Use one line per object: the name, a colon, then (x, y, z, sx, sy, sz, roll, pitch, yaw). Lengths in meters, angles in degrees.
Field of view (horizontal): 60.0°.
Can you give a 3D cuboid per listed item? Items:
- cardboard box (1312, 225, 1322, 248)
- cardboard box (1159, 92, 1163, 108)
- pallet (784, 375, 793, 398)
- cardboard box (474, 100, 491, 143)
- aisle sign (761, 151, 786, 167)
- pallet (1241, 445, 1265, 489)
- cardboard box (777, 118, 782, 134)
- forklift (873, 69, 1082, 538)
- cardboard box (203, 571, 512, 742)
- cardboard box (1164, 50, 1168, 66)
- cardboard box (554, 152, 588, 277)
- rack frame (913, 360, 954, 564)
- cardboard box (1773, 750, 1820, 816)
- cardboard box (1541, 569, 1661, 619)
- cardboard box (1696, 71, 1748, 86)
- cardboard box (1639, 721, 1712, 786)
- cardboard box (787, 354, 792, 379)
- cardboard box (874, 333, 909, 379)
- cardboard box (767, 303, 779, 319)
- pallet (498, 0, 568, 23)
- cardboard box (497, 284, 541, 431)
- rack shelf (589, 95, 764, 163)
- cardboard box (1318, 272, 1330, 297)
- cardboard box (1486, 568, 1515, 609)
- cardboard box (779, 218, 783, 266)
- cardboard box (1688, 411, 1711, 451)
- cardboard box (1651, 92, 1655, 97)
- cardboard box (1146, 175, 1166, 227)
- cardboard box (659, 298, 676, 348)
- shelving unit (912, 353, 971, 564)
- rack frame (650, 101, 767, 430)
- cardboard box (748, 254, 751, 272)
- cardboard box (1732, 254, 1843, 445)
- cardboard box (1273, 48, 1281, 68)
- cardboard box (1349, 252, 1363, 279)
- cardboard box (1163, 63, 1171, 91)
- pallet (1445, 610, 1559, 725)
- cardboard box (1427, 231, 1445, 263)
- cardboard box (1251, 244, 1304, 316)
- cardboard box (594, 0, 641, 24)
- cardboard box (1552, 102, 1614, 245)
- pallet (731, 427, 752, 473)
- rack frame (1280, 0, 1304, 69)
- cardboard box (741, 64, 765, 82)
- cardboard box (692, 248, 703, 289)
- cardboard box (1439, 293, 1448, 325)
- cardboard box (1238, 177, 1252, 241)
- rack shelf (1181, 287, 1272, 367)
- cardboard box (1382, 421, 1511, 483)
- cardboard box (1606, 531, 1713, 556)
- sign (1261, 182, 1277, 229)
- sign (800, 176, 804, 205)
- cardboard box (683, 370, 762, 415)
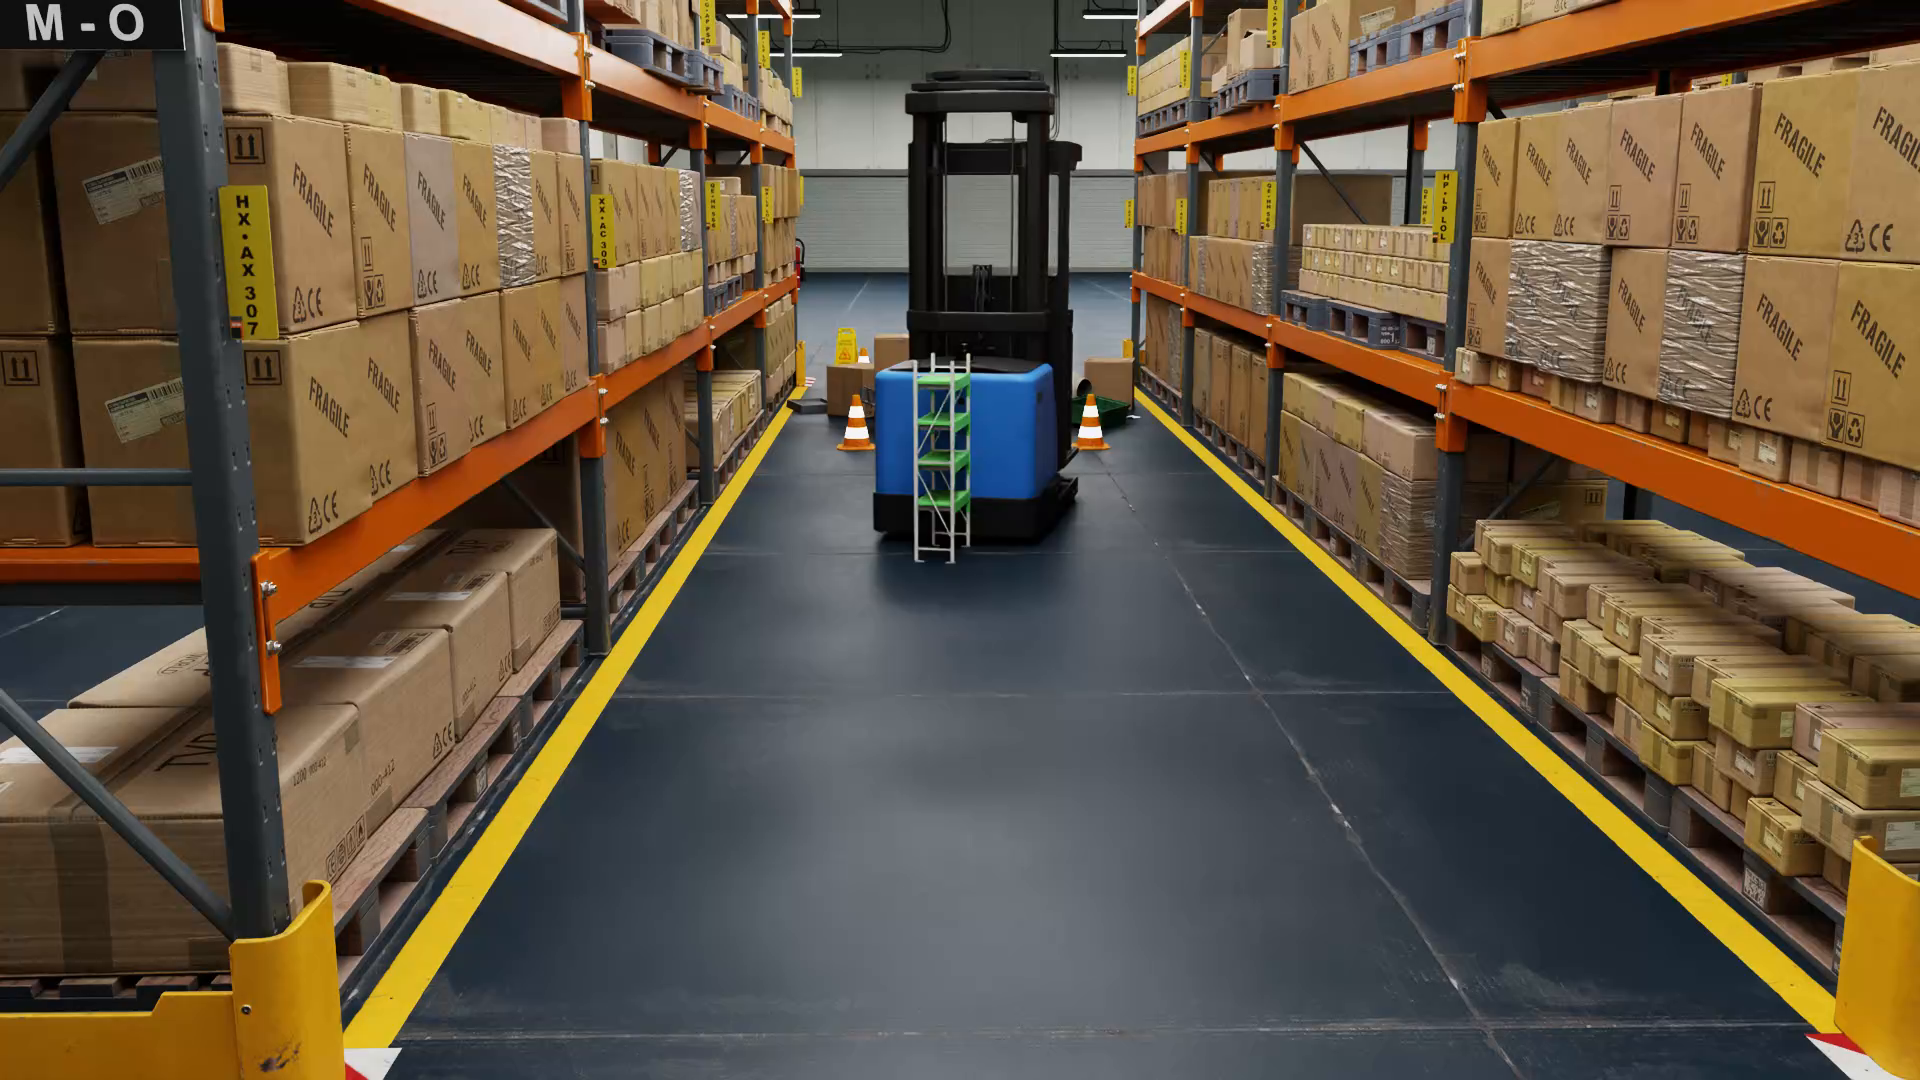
cardboard box: (2.525, -1.989, 10.898, 0.380, 0.149, 0.250, -1, 11, -3)
cardboard box: (2.259, -4.532, 17.134, 0.380, 0.149, 0.250, 0, 11, -1)
pallet: (-2.428, -1.767, 18.739, 1.003, 0.211, 1.213, 0, 11, -1)
cardboard box: (-1.875, -1.468, 5.852, 0.380, 0.149, 0.250, 0, 11, -2)
aisle sign: (-2.122, -4.598, 19.142, 0.394, 0.787, 0.004, 0, 11, -1)
pallet: (2.760, -0.551, 12.745, 1.003, 0.211, 1.213, 0, 11, -1)
cardboard box: (-2.048, -4.283, 17.212, 0.380, 0.149, 0.250, 0, 11, -2)
forklift: (0.241, -1.694, 11.537, 1.130, 2.935, 3.031, 2, 12, 11)
cardboard box: (-2.238, 0.428, 6.294, 0.875, 0.438, 0.875, -1, 11, -3)
cardboard box: (2.267, -4.871, 16.798, 0.380, 0.149, 0.250, 0, 11, -2)
cardboard box: (-1.877, -1.372, 7.009, 0.500, 0.500, 0.500, 0, 11, -2)
rack frame: (-0.152, -0.452, 9.769, 0.240, 1.200, 0.015, 2, 12, 11)
cardboard box: (2.619, 0.719, 4.836, 0.380, 0.149, 0.250, -1, 11, -2)
cardboard box: (2.537, 0.211, 6.592, 0.380, 0.149, 0.250, 0, 11, 0)
cardboard box: (7.315, -4.554, 15.663, 0.500, 0.500, 0.500, -1, 11, -3)
cardboard box: (2.535, 0.714, 5.609, 0.380, 0.149, 0.250, -1, 11, -4)
cardboard box: (-2.122, -1.906, 18.271, 0.500, 0.250, 0.500, 0, 11, -1)
cardboard box: (-0.549, -1.675, 15.653, 0.500, 0.500, 0.500, 0, 11, -1)
cardboard box: (-2.026, -2.305, 16.717, 0.380, 0.149, 0.250, 0, 11, 1)
pallet: (-2.157, -2.189, 6.484, 1.003, 0.211, 1.213, 0, 11, -1)
cardboard box: (-1.857, -0.681, 6.120, 0.500, 0.500, 0.500, 0, 11, -2)
rack shelf: (-2.287, -3.235, 13.228, 1.077, 0.370, 4.000, 0, 11, -1)
cardboard box: (2.520, -1.647, 10.708, 0.380, 0.149, 0.250, 0, 11, 2)
cardboard box: (2.566, 0.203, 7.379, 0.380, 0.149, 0.250, 0, 11, -1)
cardboard box: (-2.120, -3.099, 17.290, 0.500, 0.500, 0.500, 0, 11, 0)
cardboard box: (2.639, -0.368, 5.458, 0.380, 0.149, 0.250, -1, 11, -4)
cardboard box: (7.252, -4.474, 16.896, 0.380, 0.149, 0.250, 0, 11, 2)
cardboard box: (2.484, -3.659, 17.958, 0.875, 0.550, 0.550, 0, 11, -1)
cardboard box: (-1.916, -1.245, 9.526, 0.500, 0.250, 0.500, 0, 11, -2)
shelving unit: (-0.105, -0.500, 10.003, 0.258, 1.200, 0.503, 2, 12, 11)
rack frame: (-2.328, -2.516, 15.414, 1.000, 3.000, 0.127, 0, 11, -1)
cardboard box: (-2.013, -2.393, 14.388, 0.380, 0.149, 0.250, 0, 11, -2)
cardboard box: (2.594, -0.556, 4.756, 0.500, 0.500, 0.500, 0, 11, -2)
cardboard box: (2.469, -3.489, 11.950, 0.380, 0.166, 0.250, 0, 11, -1)
cardboard box: (2.539, -1.636, 9.908, 0.380, 0.149, 0.250, 0, 11, -2)
cardboard box: (2.333, -4.650, 16.711, 0.500, 0.250, 0.500, 0, 11, -2)
pallet: (2.833, 0.534, 7.395, 1.003, 0.211, 1.213, 0, 11, -1)
cardboard box: (2.574, -1.472, 8.351, 0.380, 0.149, 0.250, -1, 11, -3)
cardboard box: (2.423, -1.898, 12.120, 0.500, 0.500, 0.500, 0, 11, -1)
cardboard box: (-1.839, -2.740, 8.506, 0.380, 0.166, 0.250, -1, 12, -5)
cardboard box: (2.555, -1.357, 6.187, 0.500, 0.500, 0.500, 0, 11, 0)
pallet: (-2.283, -0.751, 13.730, 1.003, 0.211, 1.213, 0, 11, -1)
rack frame: (2.701, -4.701, 11.098, 1.000, 3.000, 0.127, 0, 11, -1)
cardboard box: (-2.008, -4.317, 15.377, 0.380, 0.149, 0.250, 0, 11, -2)
cardboard box: (-1.982, -1.797, 10.991, 0.500, 0.250, 0.500, 0, 11, -1)
cardboard box: (2.578, -1.126, 8.143, 0.380, 0.149, 0.250, 0, 11, -2)
cardboard box: (2.667, -2.693, 13.524, 0.700, 0.500, 0.500, 0, 11, -2)
rack shelf: (2.660, -1.806, 13.725, 1.077, 0.370, 4.000, 0, 11, -1)
cardboard box: (2.516, -0.461, 8.632, 0.500, 0.250, 0.500, -1, 11, -3)
cardboard box: (3.096, 0.054, 7.364, 0.380, 0.149, 0.250, 0, 11, 0)
sign: (2.146, -2.325, 11.564, 0.100, 0.325, 0.005, 0, 11, -1)
sign: (-1.856, -4.031, 19.178, 0.100, 0.325, 0.005, 0, 11, -1)
cardboard box: (-2.315, -1.329, 15.120, 0.950, 0.372, 0.625, 0, 11, 0)
